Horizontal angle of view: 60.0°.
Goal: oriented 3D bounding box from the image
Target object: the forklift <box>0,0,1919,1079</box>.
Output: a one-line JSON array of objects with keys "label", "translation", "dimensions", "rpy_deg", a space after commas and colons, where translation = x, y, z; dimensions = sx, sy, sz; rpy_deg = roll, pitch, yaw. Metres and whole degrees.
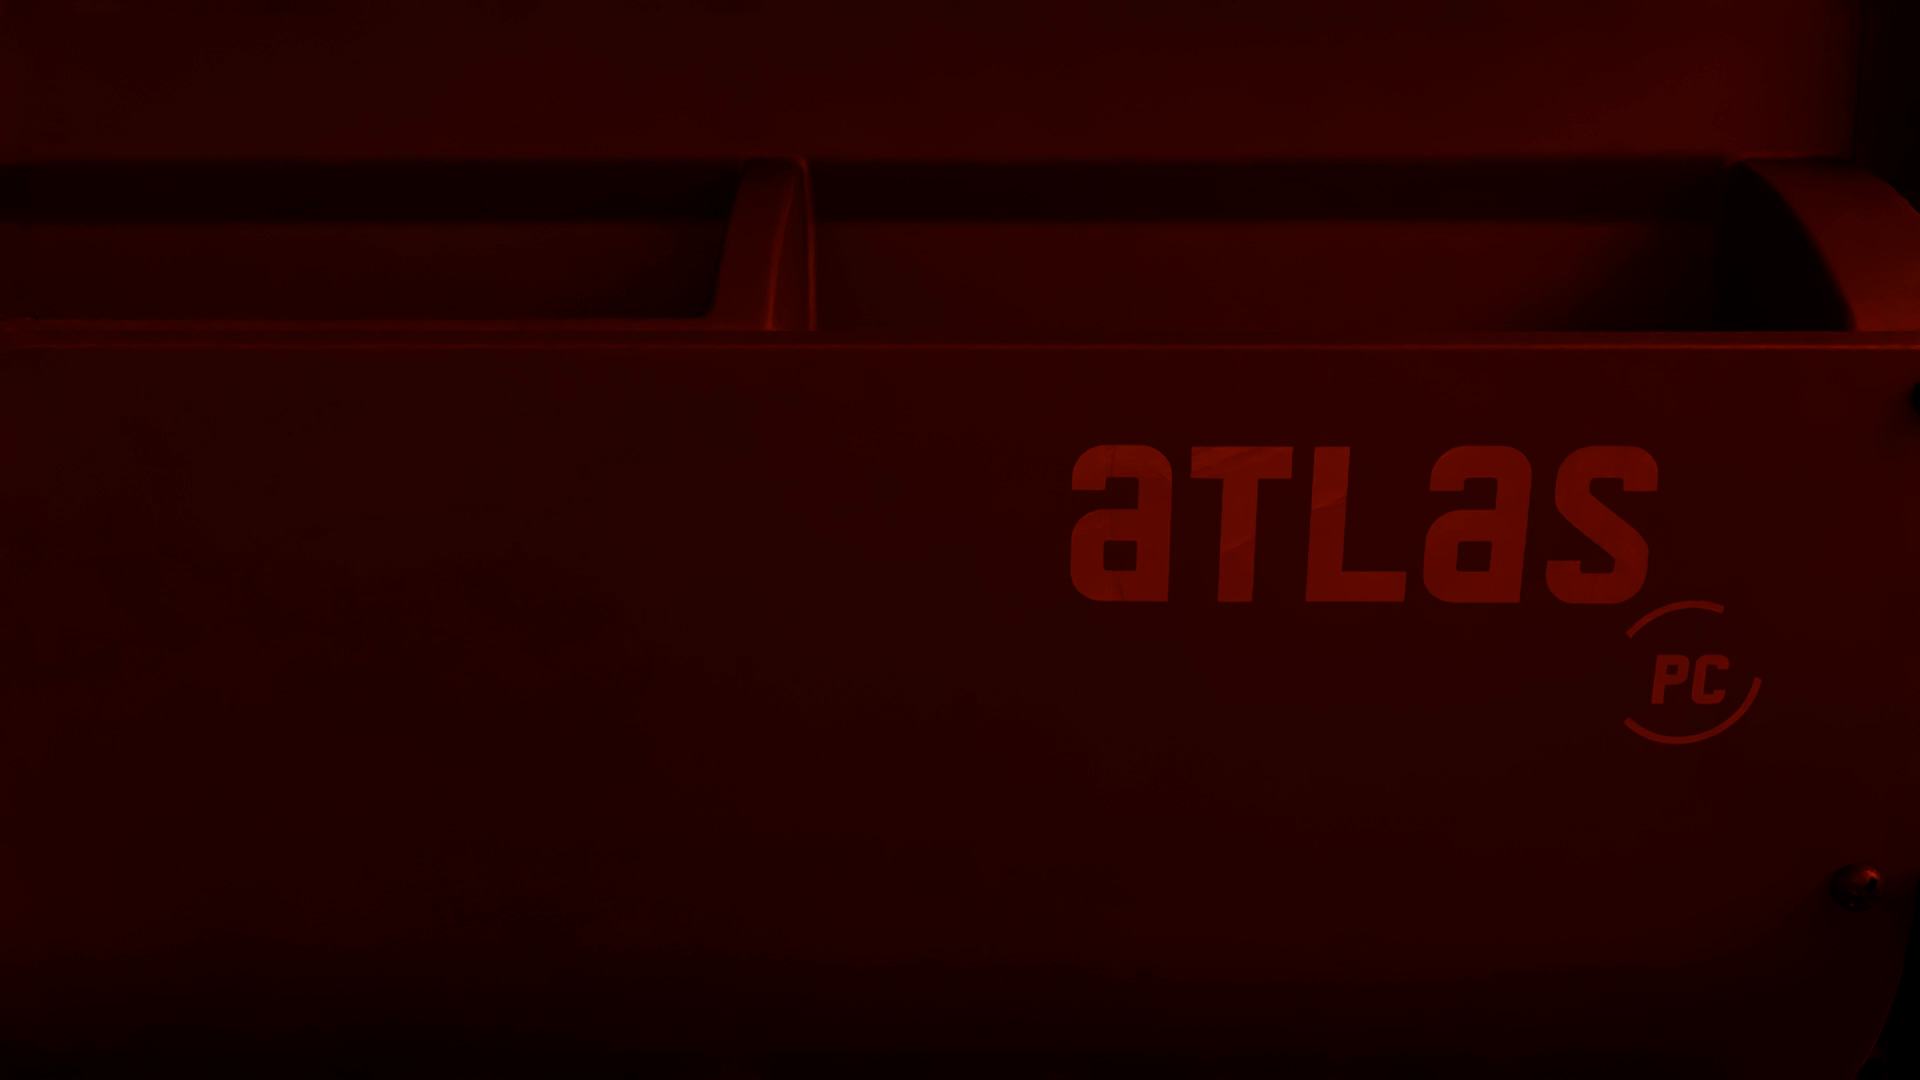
[{"label": "forklift", "translation": [-0.079, -0.533, 0.409], "dimensions": [1.130, 2.935, 3.031], "rpy_deg": [0, 9, 1]}]
